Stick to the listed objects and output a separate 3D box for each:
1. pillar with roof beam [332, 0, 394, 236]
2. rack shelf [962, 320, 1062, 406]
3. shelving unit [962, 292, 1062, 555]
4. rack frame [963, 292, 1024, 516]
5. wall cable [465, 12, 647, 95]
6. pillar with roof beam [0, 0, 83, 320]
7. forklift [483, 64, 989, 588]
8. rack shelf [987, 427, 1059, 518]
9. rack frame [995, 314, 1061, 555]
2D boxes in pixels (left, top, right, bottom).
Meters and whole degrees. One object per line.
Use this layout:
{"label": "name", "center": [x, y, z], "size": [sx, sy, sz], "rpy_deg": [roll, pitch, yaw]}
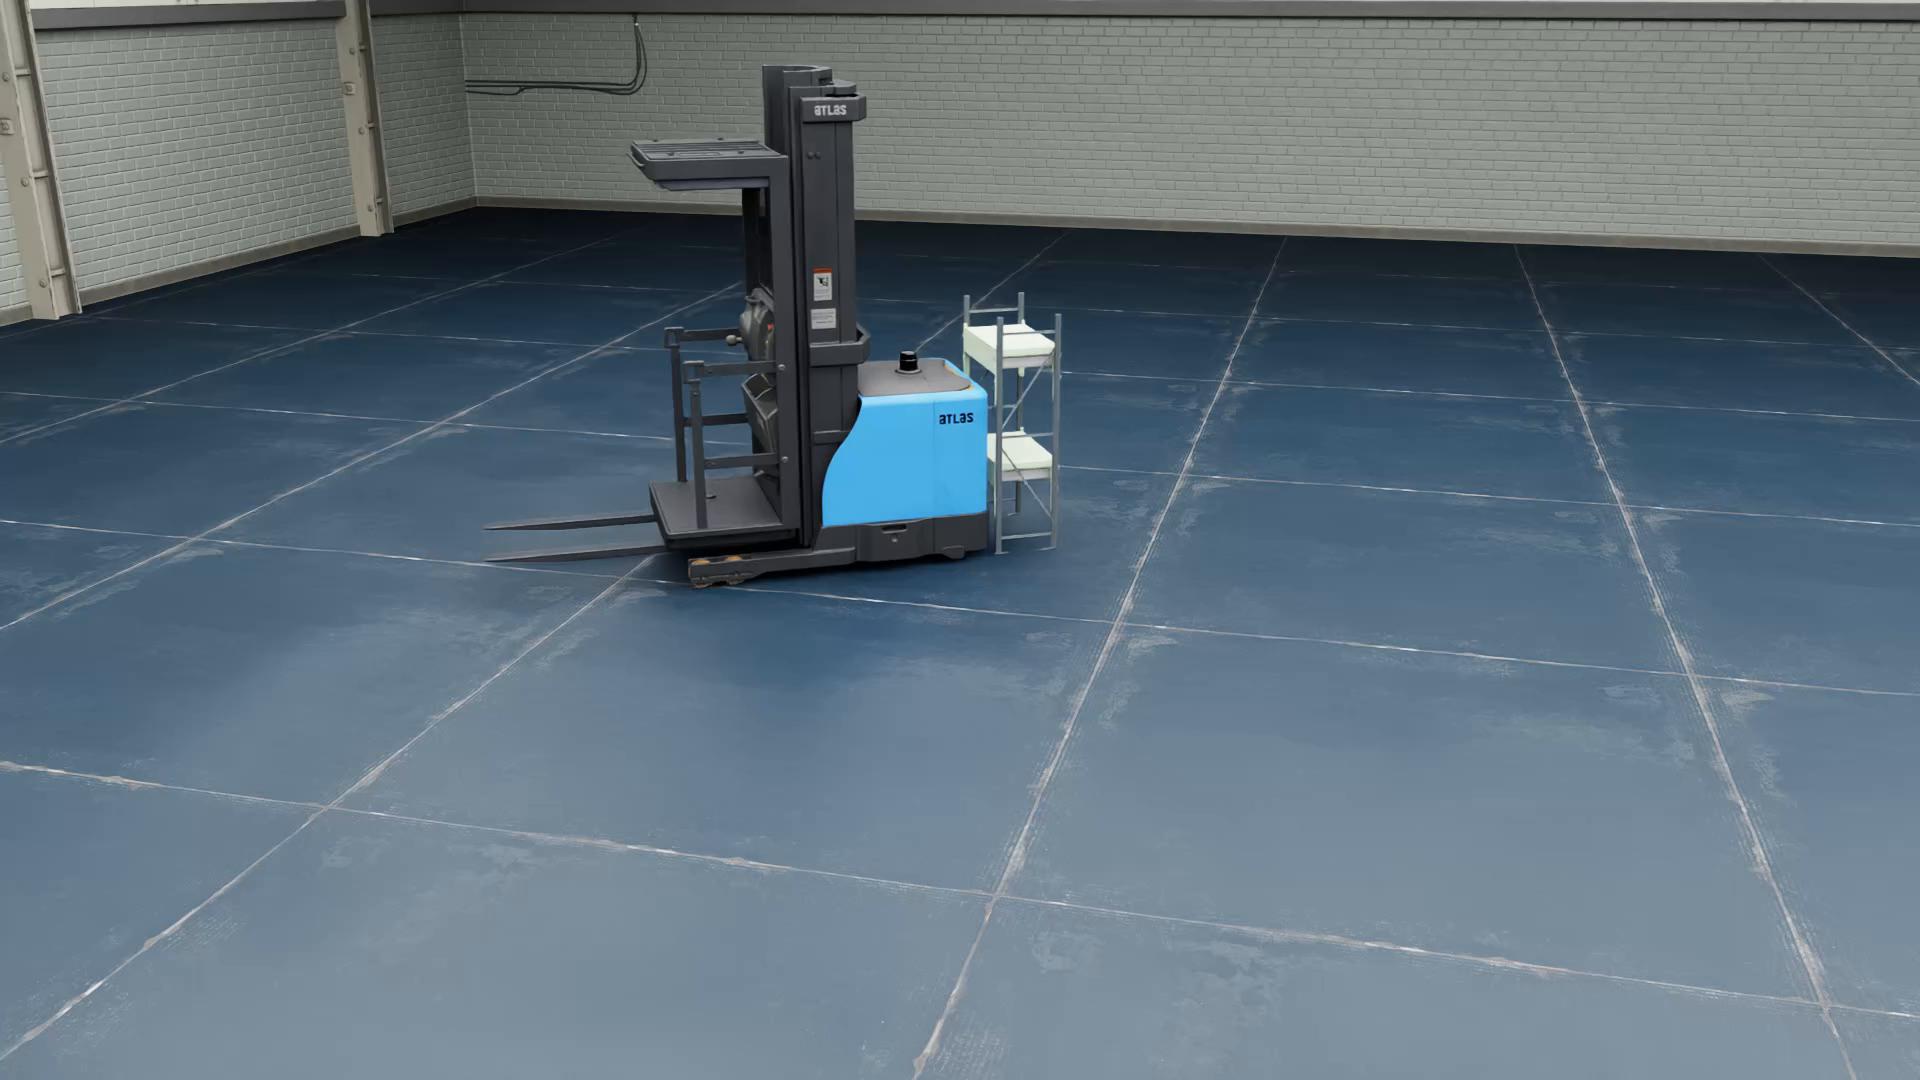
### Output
{"label": "pillar with roof beam", "center": [-3.959, -8.187, 20.735], "size": [9.100, 9.000, 0.400], "rpy_deg": [5, 19, 13]}
{"label": "rack shelf", "center": [0.317, -1.122, 10.443], "size": [0.431, 0.370, 0.720], "rpy_deg": [-5, 20, -15]}
{"label": "shelving unit", "center": [0.317, -0.752, 10.570], "size": [0.431, 1.500, 0.755], "rpy_deg": [-5, 20, -15]}
{"label": "rack frame", "center": [0.217, -0.866, 10.903], "size": [0.400, 1.500, 0.023], "rpy_deg": [-5, 20, -15]}
{"label": "wall cable", "center": [-6.131, -7.877, 24.630], "size": [3.097, 2.526, 0.112], "rpy_deg": [5, 19, 13]}
{"label": "pillar with roof beam", "center": [-5.425, -6.307, 15.230], "size": [9.100, 9.000, 0.400], "rpy_deg": [5, 19, 13]}
{"label": "forklift", "center": [-1.395, -1.294, 9.941], "size": [3.031, 2.935, 1.130], "rpy_deg": [-5, 20, -15]}
{"label": "rack shelf", "center": [0.317, -0.444, 10.675], "size": [0.431, 0.370, 0.720], "rpy_deg": [-5, 20, -15]}
{"label": "rack frame", "center": [0.416, -0.638, 10.236], "size": [0.400, 1.500, 0.023], "rpy_deg": [-5, 20, -15]}
